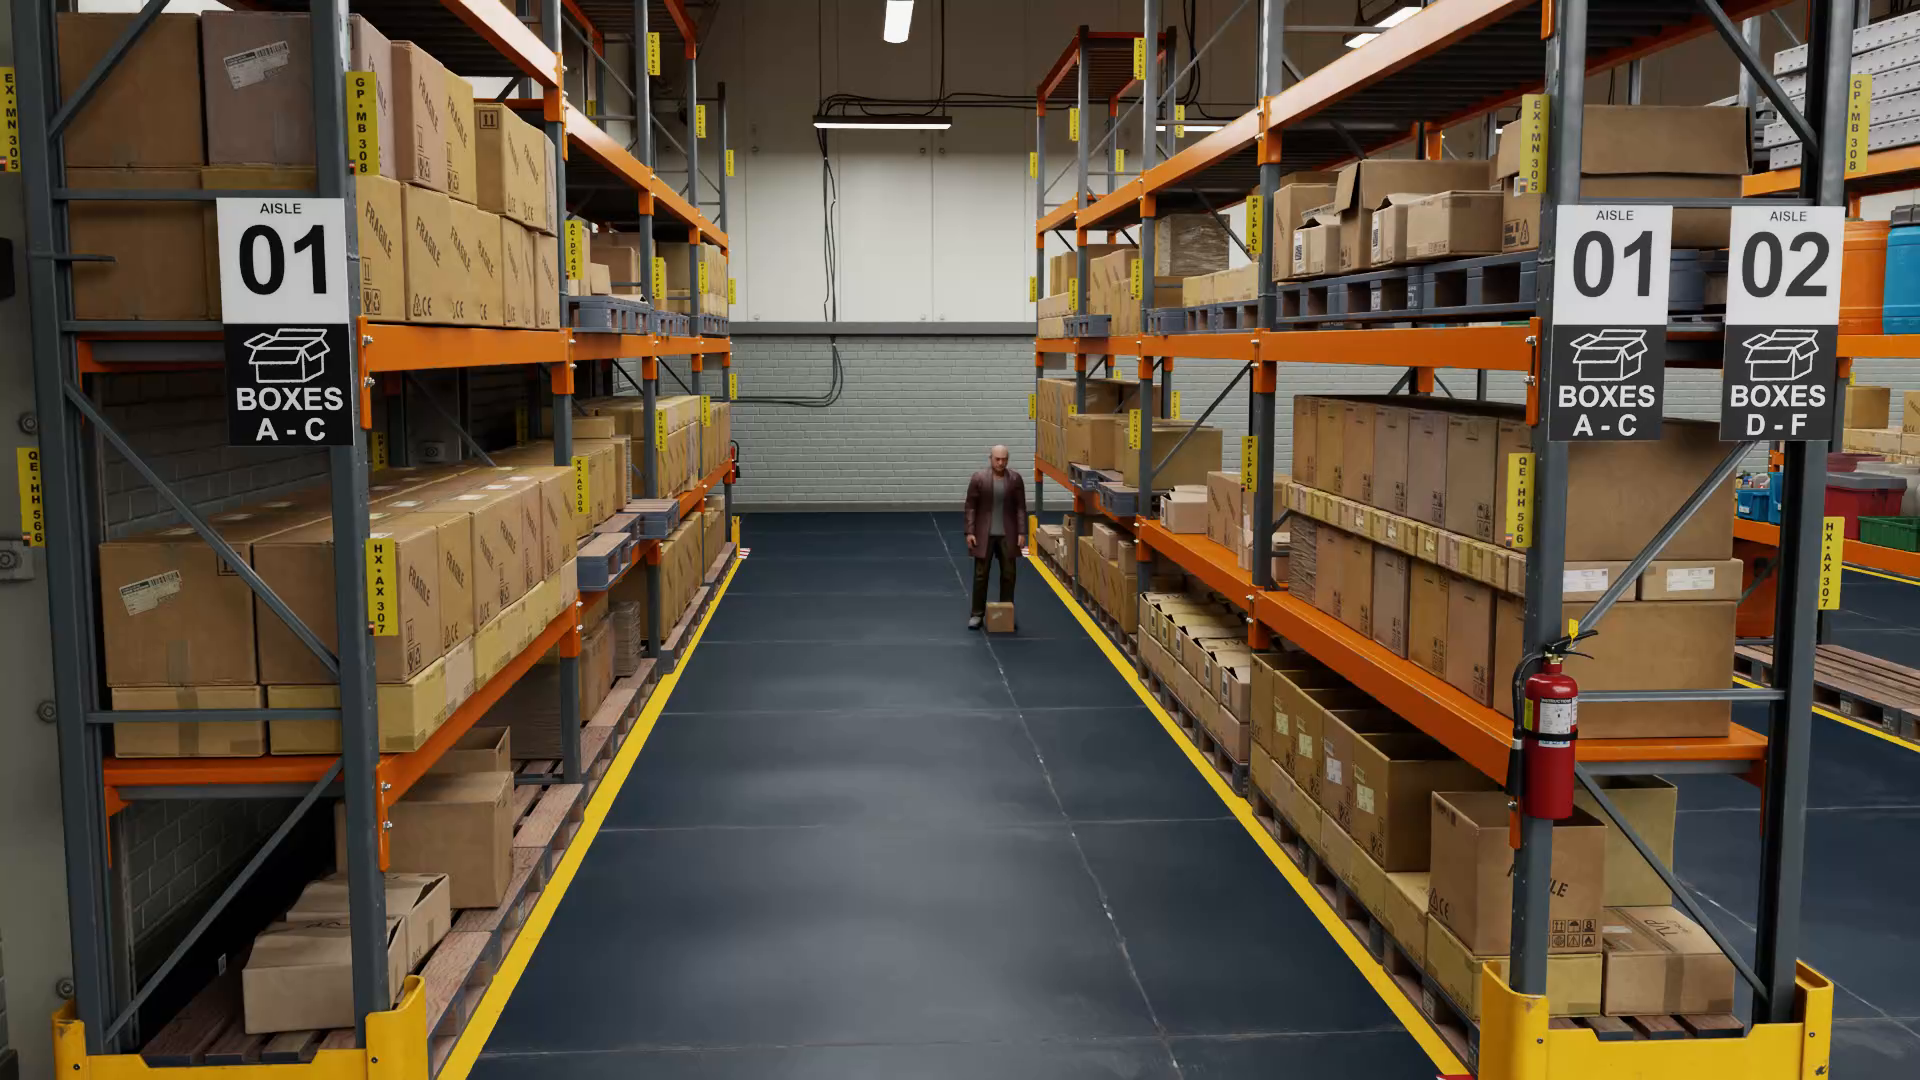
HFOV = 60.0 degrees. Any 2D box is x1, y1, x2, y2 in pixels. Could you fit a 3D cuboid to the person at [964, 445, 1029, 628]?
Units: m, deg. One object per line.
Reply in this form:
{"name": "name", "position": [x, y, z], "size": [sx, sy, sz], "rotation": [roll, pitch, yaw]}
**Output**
{"name": "person", "position": [0.353, 0.052, 16.169], "size": [0.638, 1.584, 0.432], "rotation": [-1, 7, -6]}
